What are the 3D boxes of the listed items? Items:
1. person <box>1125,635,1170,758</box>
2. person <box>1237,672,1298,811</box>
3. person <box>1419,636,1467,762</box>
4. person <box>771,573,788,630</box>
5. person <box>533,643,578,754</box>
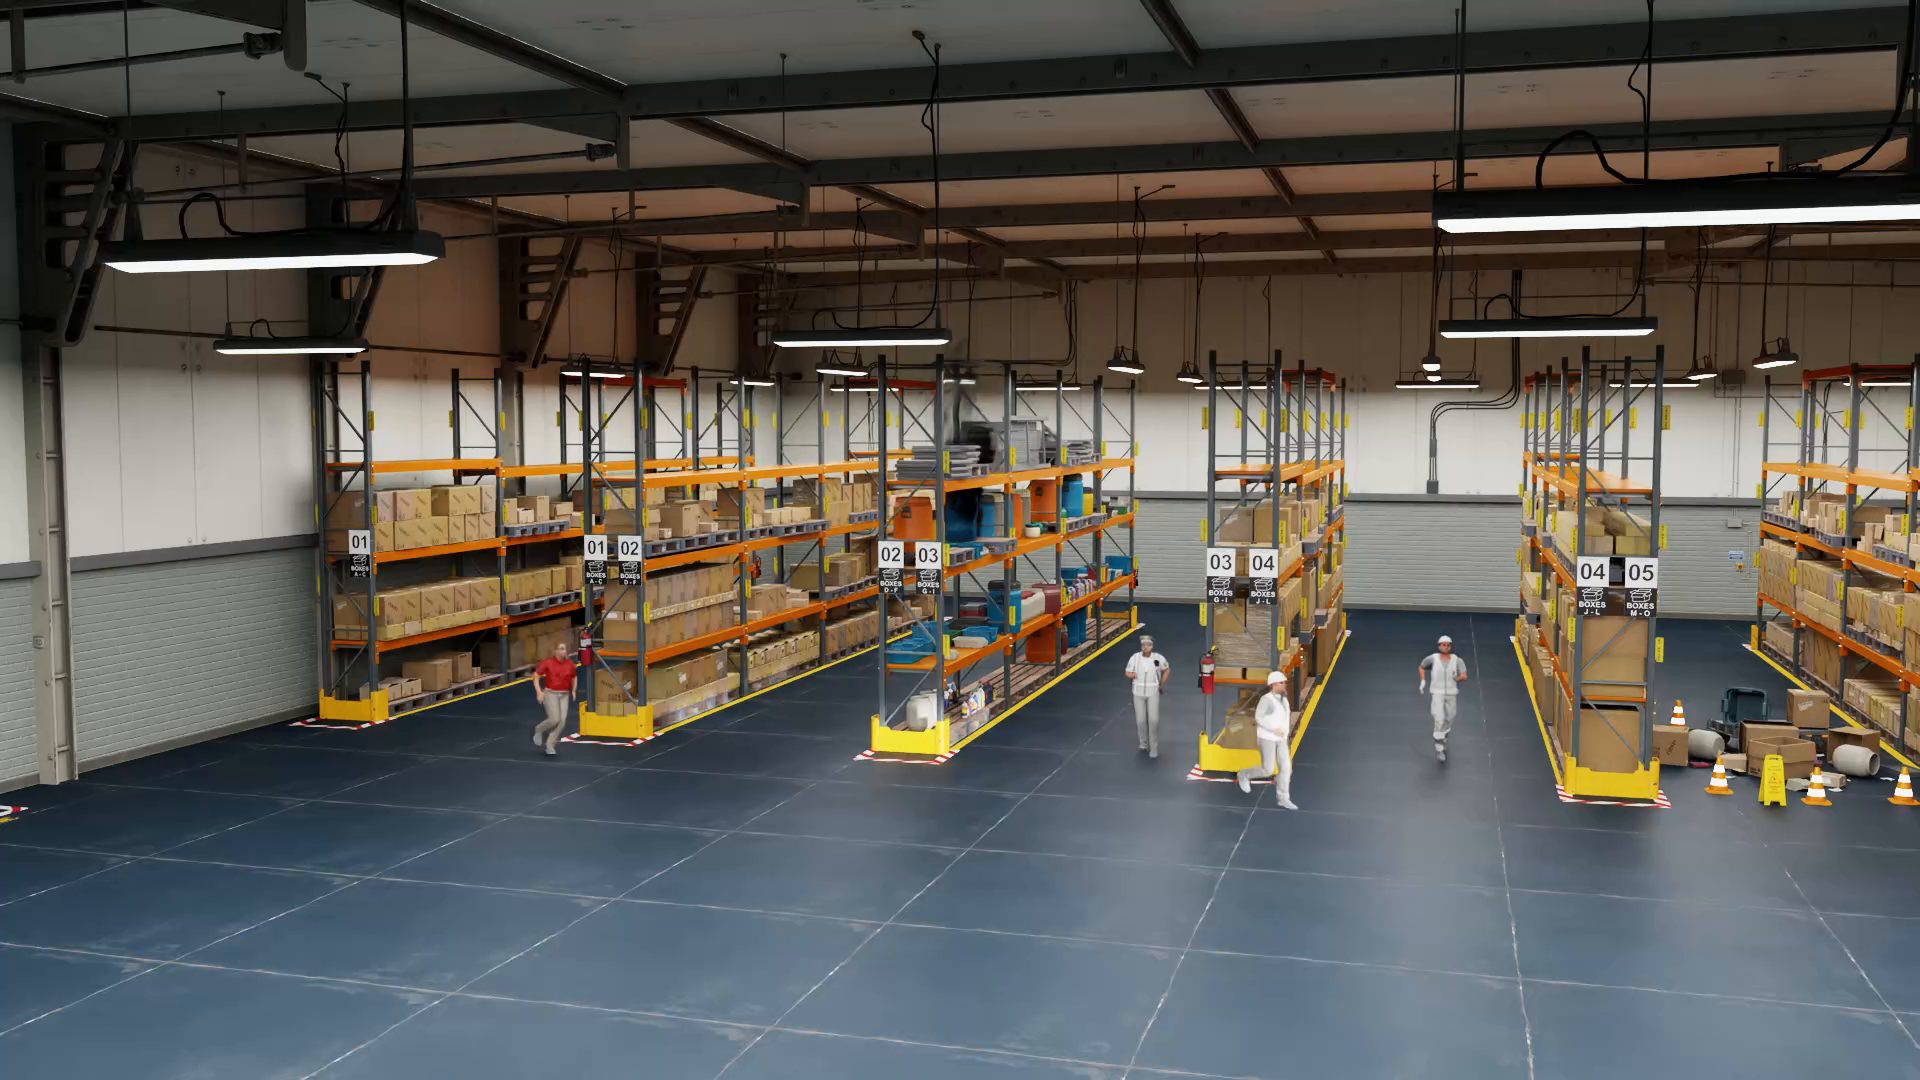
[{"bbox_3d":[2.793,2.351,24.956,0.643,1.873,0.715,1,4,15],"label":"person"},{"bbox_3d":[4.039,2.585,21.687,0.923,1.767,0.658,4,5,42],"label":"person"},{"bbox_3d":[7.173,2.319,24.689,0.658,1.808,0.864,0,4,3],"label":"person"},{"bbox_3d":[-4.101,1.530,37.538,0.582,1.618,0.578,1,4,16],"label":"person"},{"bbox_3d":[-6.084,2.383,25.192,0.697,1.654,0.555,-4,5,-42],"label":"person"}]
